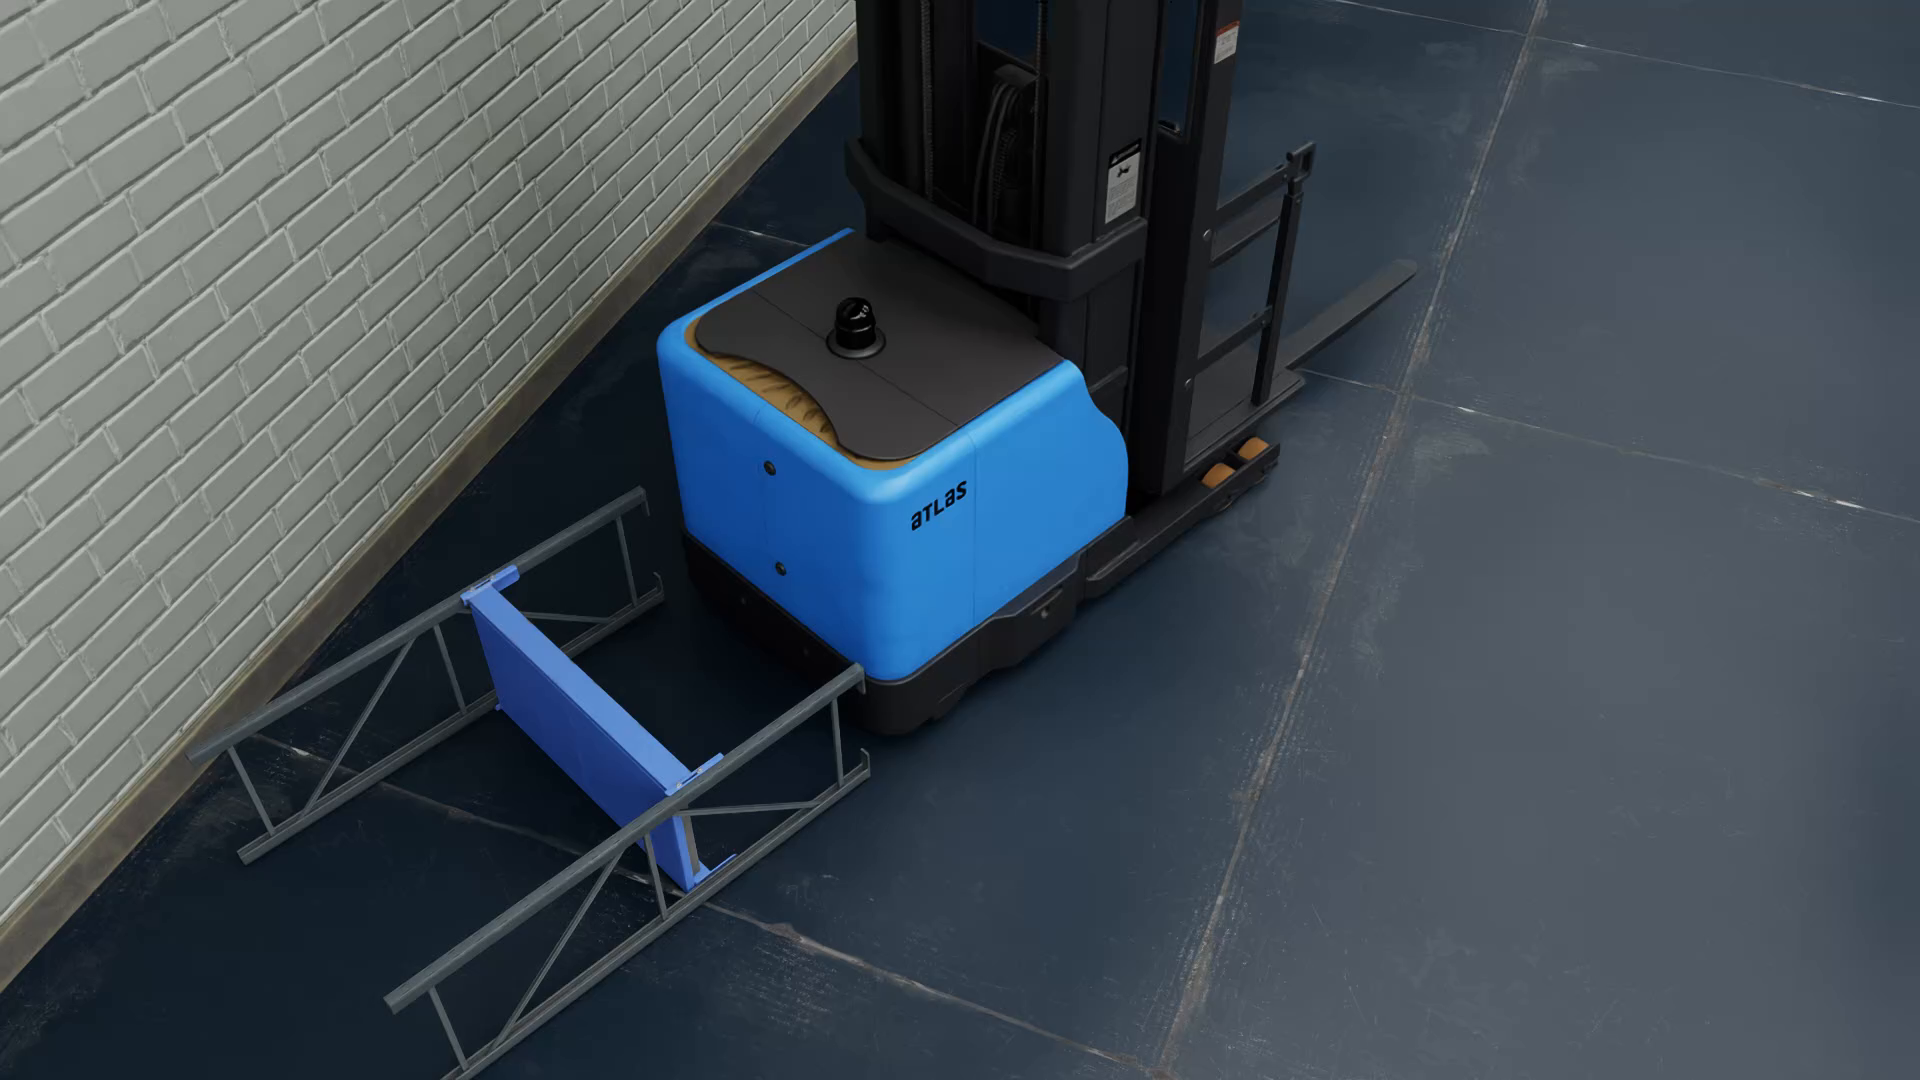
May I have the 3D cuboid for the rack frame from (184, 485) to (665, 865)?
[{"bbox_3d":[-1.527,0.383,4.983,1.500,0.500,0.032,-35,54,-30],"label":"rack frame"}]

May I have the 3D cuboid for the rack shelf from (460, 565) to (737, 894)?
[{"bbox_3d":[-1.043,0.551,4.814,0.185,0.538,1.000,-35,54,-30],"label":"rack shelf"}]

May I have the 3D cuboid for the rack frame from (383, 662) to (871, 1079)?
[{"bbox_3d":[-0.817,0.896,4.468,1.500,0.500,0.032,-35,54,-30],"label":"rack frame"}]

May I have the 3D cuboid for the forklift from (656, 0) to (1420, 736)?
[{"bbox_3d":[0.496,-1.376,5.055,3.031,2.935,1.130,-35,54,-30],"label":"forklift"}]

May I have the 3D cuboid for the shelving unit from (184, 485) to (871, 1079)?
[{"bbox_3d":[-1.172,0.640,4.725,1.500,0.538,1.048,-35,54,-30],"label":"shelving unit"}]
